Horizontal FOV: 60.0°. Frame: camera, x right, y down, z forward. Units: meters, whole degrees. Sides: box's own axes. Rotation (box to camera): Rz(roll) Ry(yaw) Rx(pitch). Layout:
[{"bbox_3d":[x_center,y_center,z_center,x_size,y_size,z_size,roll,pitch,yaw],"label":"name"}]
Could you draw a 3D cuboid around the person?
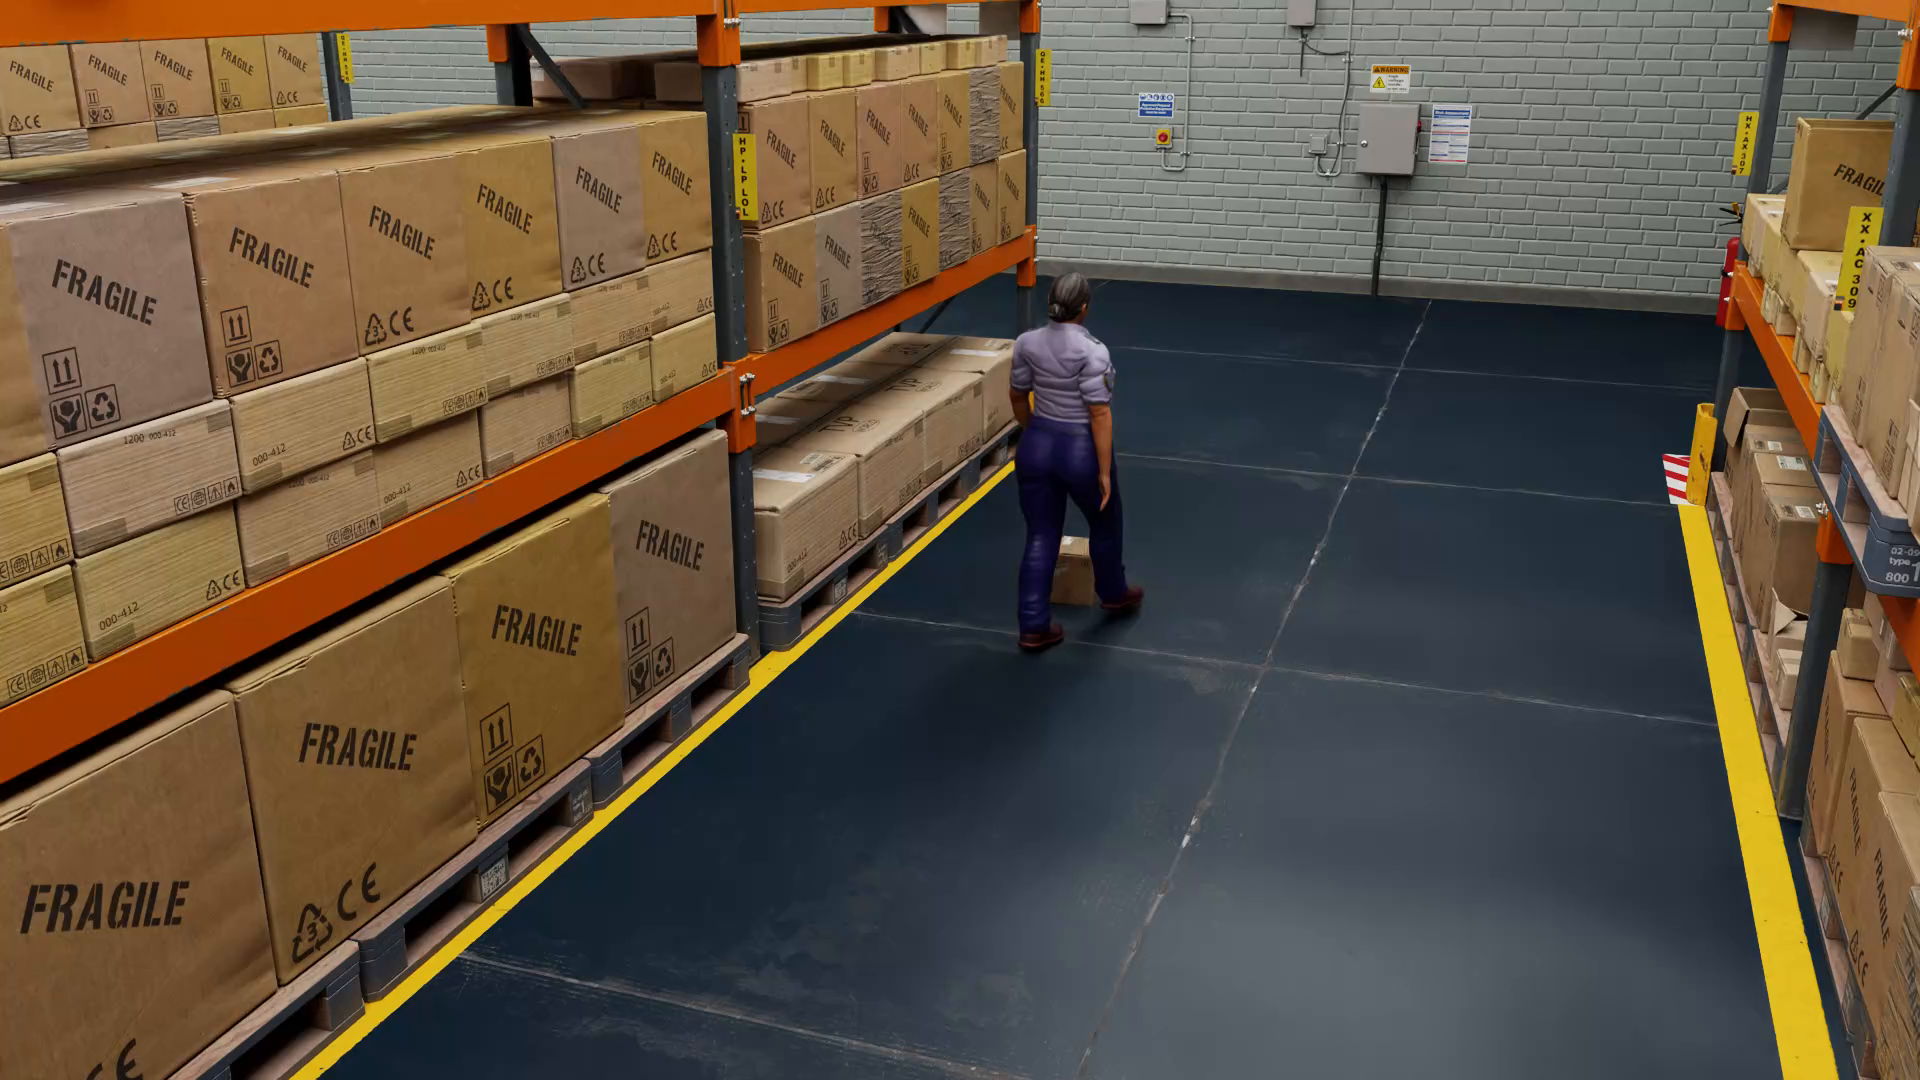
[{"bbox_3d":[0.504,-0.387,7.226,0.531,1.623,0.830,8,21,23],"label":"person"}]
